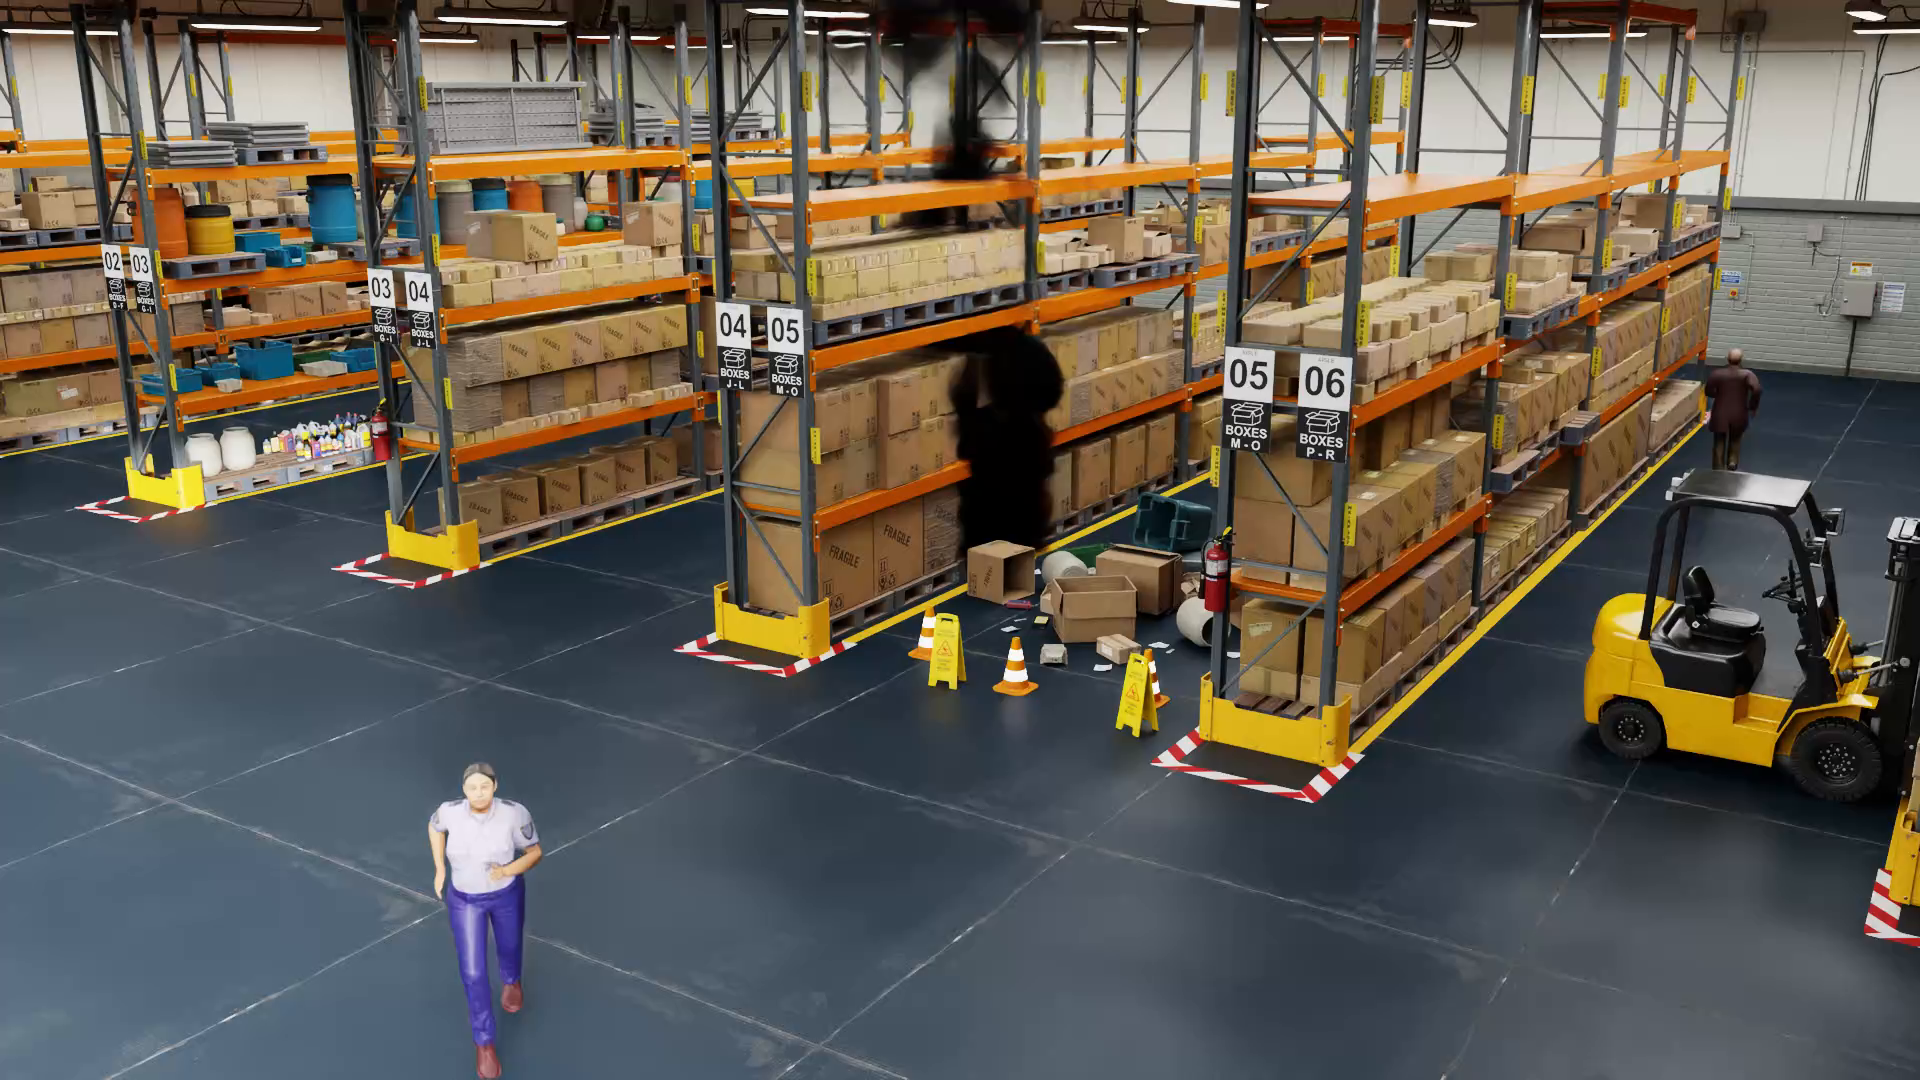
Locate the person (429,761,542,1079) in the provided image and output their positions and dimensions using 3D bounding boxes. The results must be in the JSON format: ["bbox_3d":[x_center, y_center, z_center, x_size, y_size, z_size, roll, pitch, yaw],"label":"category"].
[{"bbox_3d":[-2.552,1.979,9.034,0.580,1.681,0.826,-5,16,-16],"label":"person"}]

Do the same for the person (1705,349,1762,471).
[{"bbox_3d":[10.070,-1.619,21.751,0.675,1.790,0.762,7,17,23],"label":"person"}]
